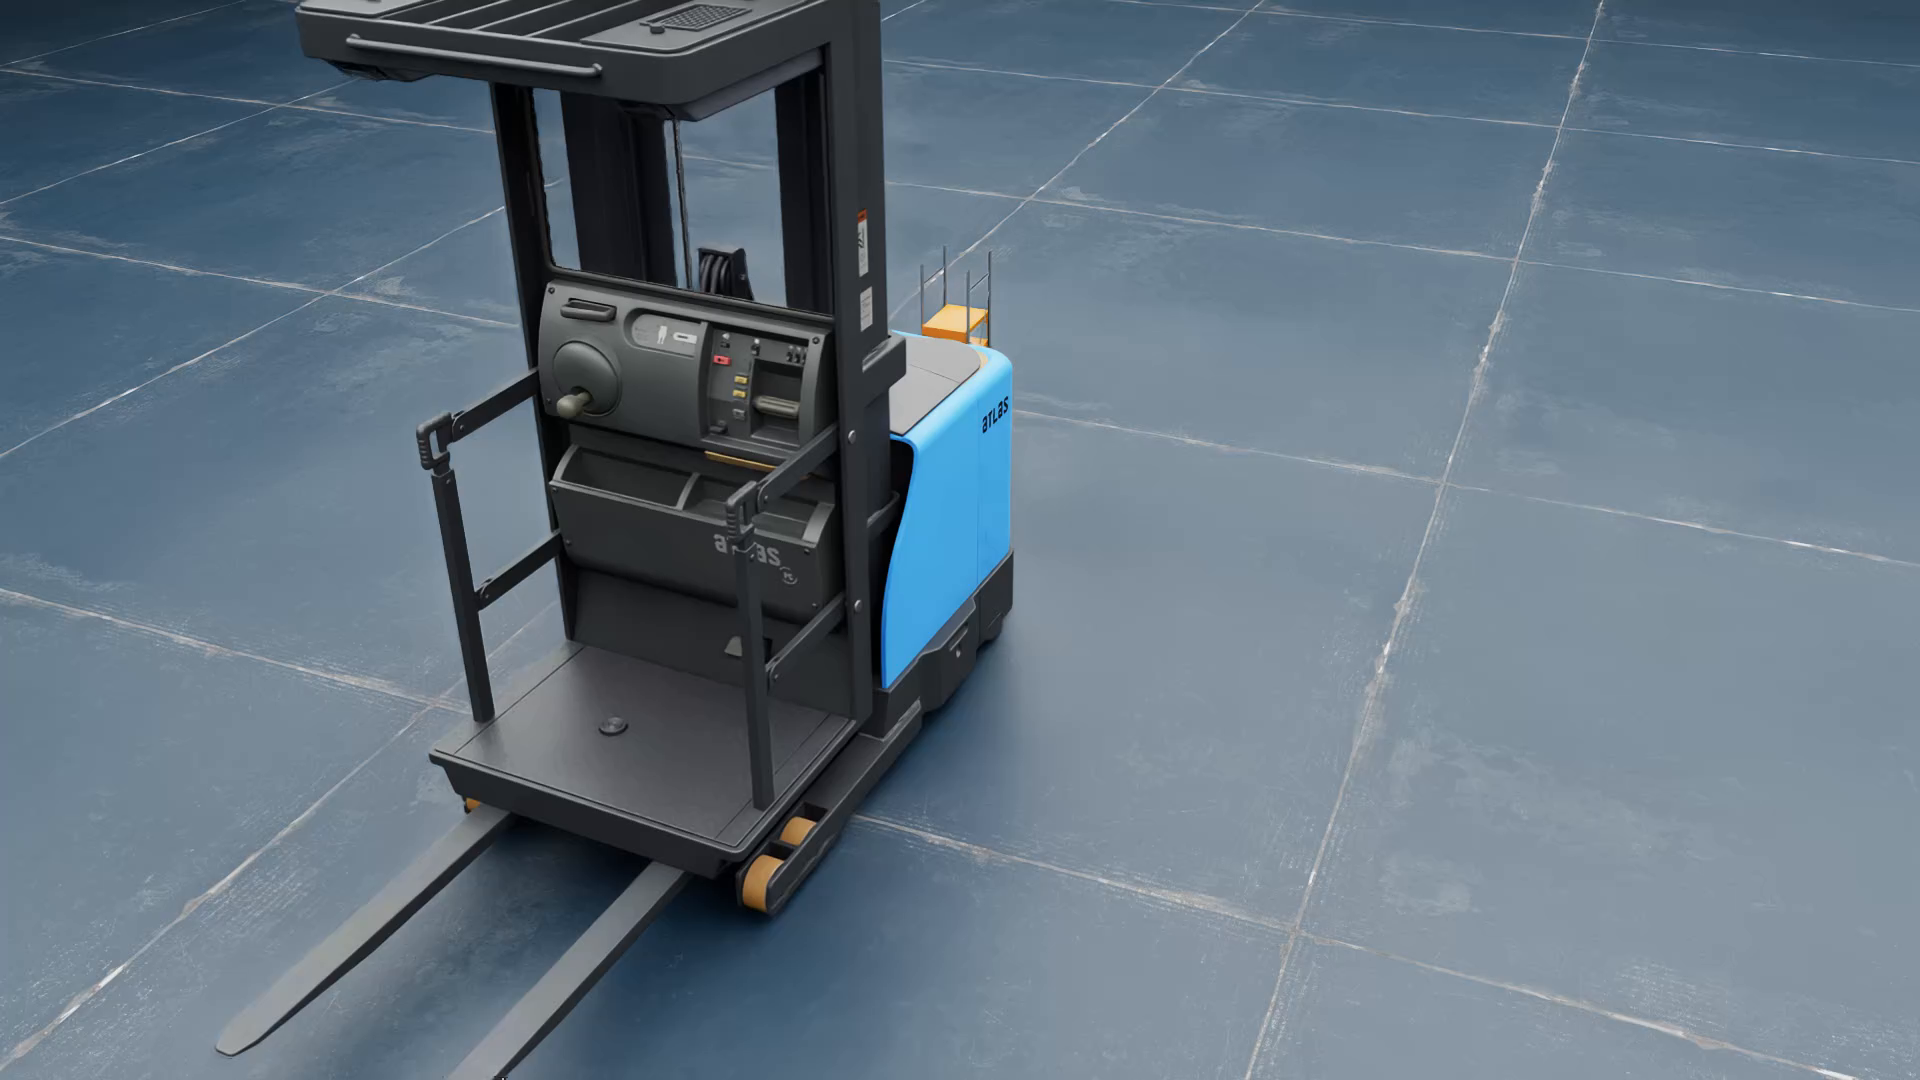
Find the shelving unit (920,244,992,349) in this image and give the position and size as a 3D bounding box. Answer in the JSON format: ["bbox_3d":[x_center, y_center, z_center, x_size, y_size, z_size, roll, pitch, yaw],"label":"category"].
[{"bbox_3d":[-0.013,-0.525,6.459,0.189,1.200,0.258,11,31,19],"label":"shelving unit"}]

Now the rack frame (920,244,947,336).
[{"bbox_3d":[-0.098,-0.542,6.489,0.006,1.200,0.240,11,31,19],"label":"rack frame"}]

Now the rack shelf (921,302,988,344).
[{"bbox_3d":[-0.013,-0.800,6.304,0.180,0.103,0.258,11,31,19],"label":"rack shelf"}]

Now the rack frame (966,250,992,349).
[{"bbox_3d":[0.071,-0.508,6.430,0.006,1.200,0.240,11,31,19],"label":"rack frame"}]

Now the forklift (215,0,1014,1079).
[{"bbox_3d":[-0.889,-0.437,4.544,1.130,2.935,3.031,13,32,22],"label":"forklift"}]

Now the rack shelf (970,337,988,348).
[{"bbox_3d":[-0.013,-0.695,6.363,0.180,0.103,0.258,11,31,19],"label":"rack shelf"}]
